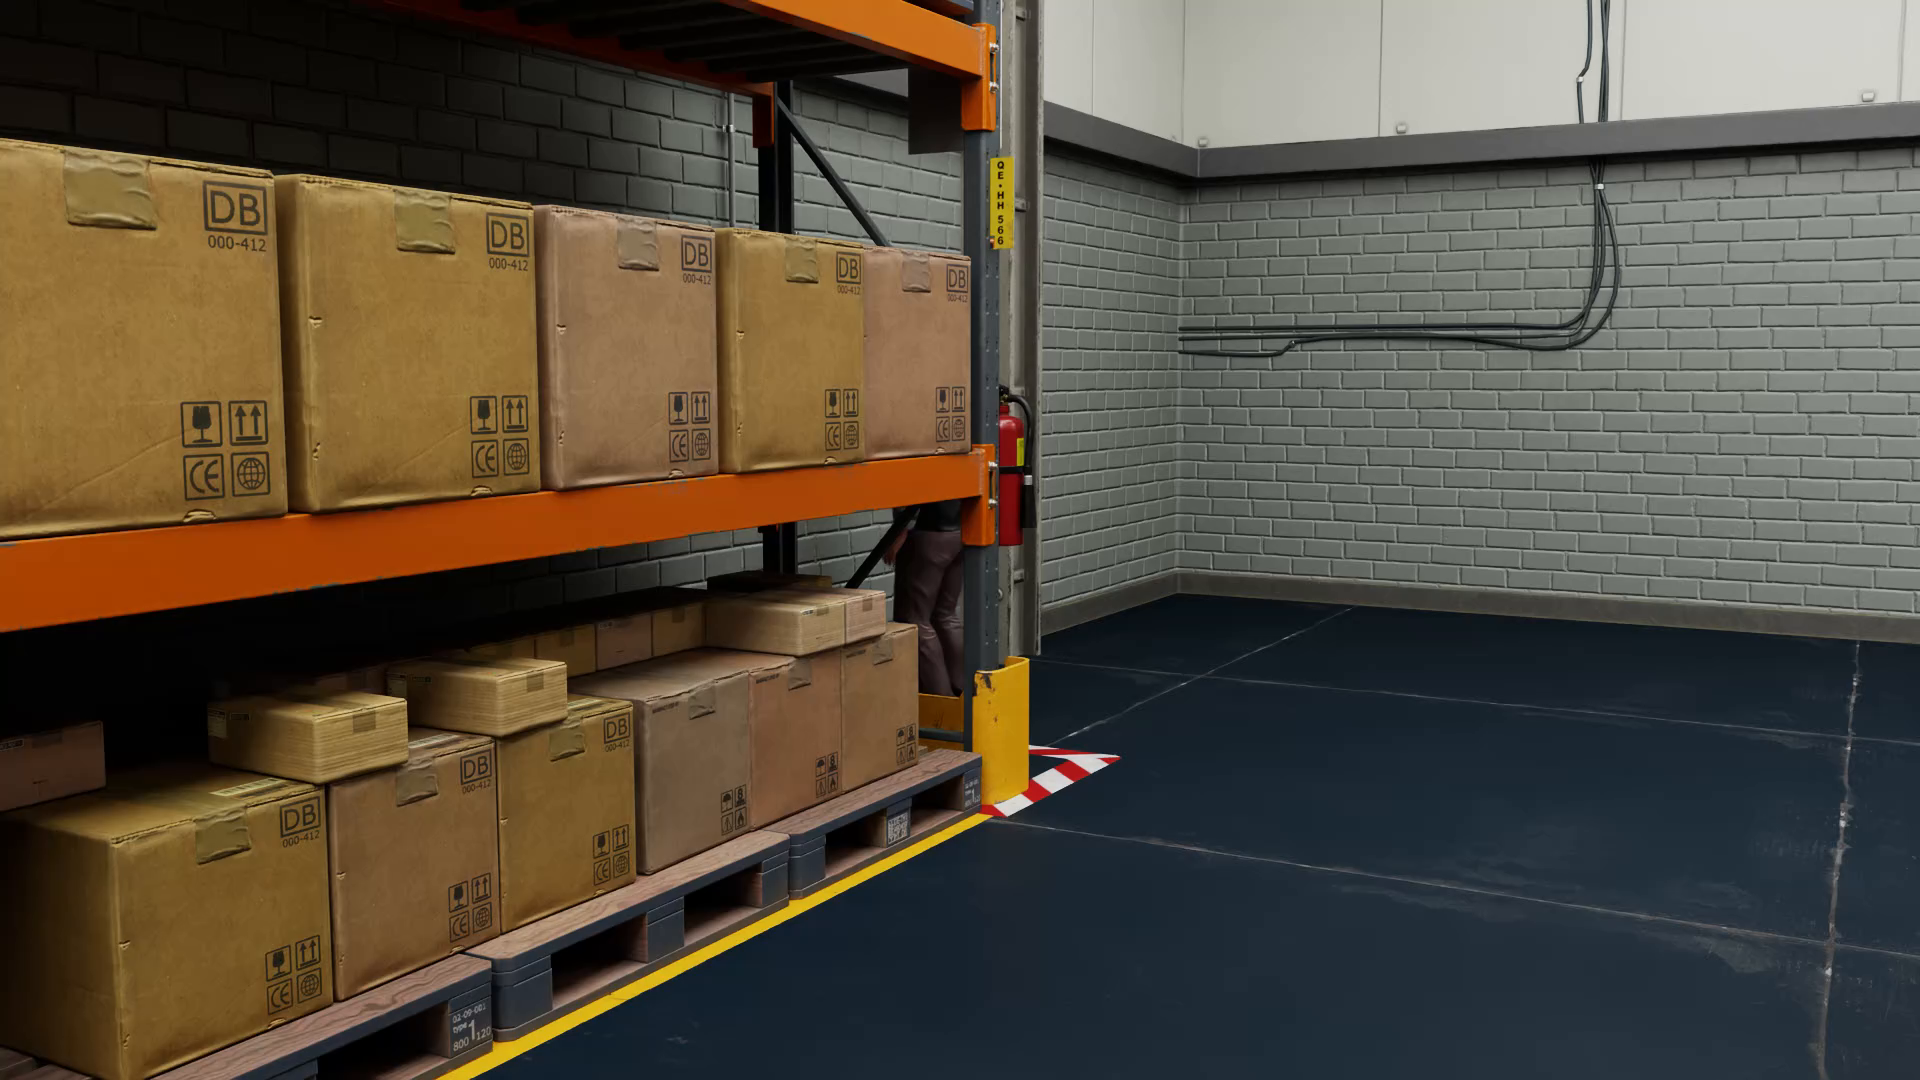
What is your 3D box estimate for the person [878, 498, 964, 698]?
[{"bbox_3d":[-0.118,-0.013,7.487,0.359,1.705,0.540,3,7,28],"label":"person"}]
